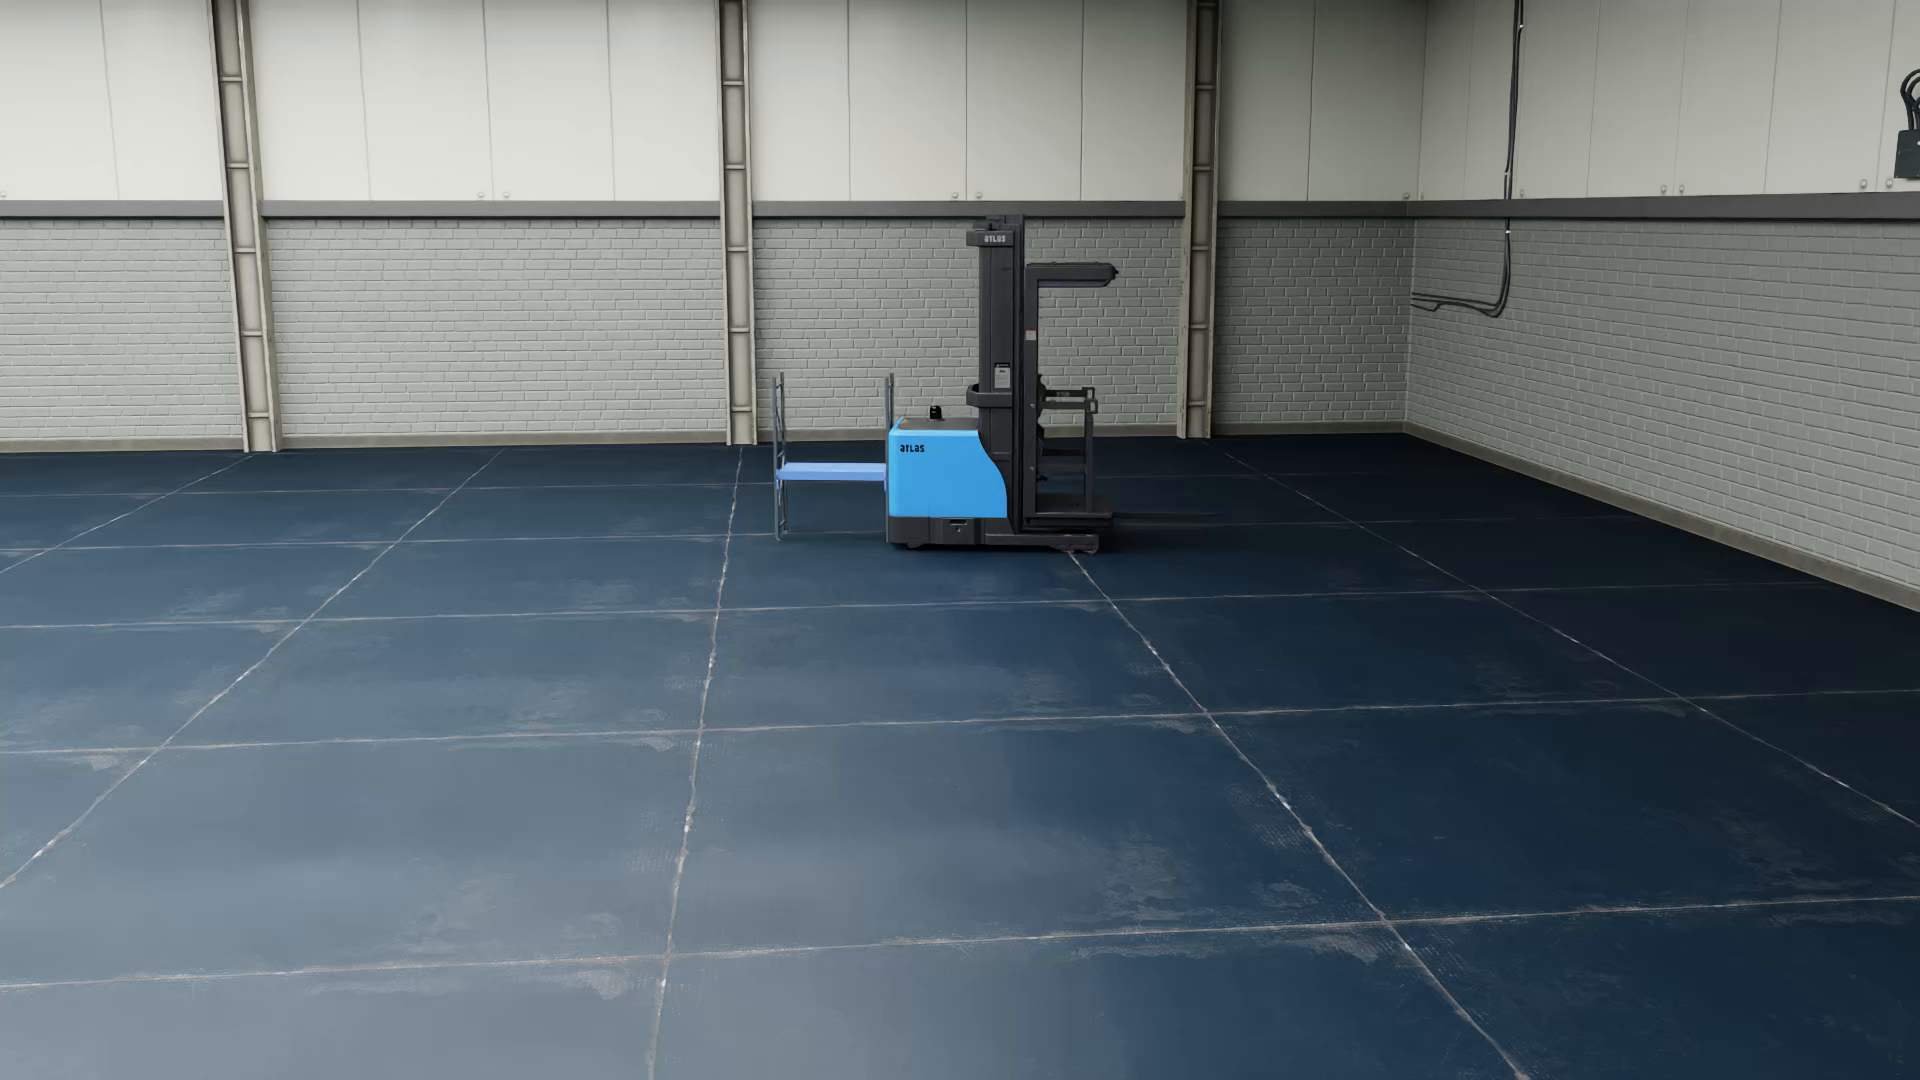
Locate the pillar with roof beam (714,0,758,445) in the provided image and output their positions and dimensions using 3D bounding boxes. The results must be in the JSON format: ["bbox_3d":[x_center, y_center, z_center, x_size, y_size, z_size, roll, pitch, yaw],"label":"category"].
[{"bbox_3d":[-2.371,-4.850,16.592,0.400,9.000,9.100,-1,11,-6],"label":"pillar with roof beam"}]

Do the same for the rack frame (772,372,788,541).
[{"bbox_3d":[-1.656,-0.773,15.296,0.032,1.500,0.500,1,11,3],"label":"rack frame"}]

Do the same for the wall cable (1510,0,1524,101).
[{"bbox_3d":[6.493,-6.044,17.623,0.112,2.526,3.097,-1,11,-6],"label":"wall cable"}]

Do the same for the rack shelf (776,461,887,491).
[{"bbox_3d":[-1.149,-0.591,15.303,1.000,0.185,0.538,1,11,3],"label":"rack shelf"}]

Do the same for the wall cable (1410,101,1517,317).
[{"bbox_3d":[6.201,-4.085,20.749,0.112,2.526,3.097,-1,11,-6],"label":"wall cable"}]

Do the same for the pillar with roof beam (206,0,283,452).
[{"bbox_3d":[-8.335,-4.725,15.957,0.400,9.000,9.100,-1,11,-6],"label":"pillar with roof beam"}]

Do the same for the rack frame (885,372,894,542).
[{"bbox_3d":[-0.641,-0.762,15.240,0.032,1.500,0.500,1,11,3],"label":"rack frame"}]

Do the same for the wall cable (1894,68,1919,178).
[{"bbox_3d":[7.210,-5.456,10.859,0.169,6.003,2.305,-1,11,-6],"label":"wall cable"}]

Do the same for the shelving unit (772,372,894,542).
[{"bbox_3d":[-1.149,-0.768,15.268,1.048,1.500,0.538,1,11,3],"label":"shelving unit"}]

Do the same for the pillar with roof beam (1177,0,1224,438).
[{"bbox_3d":[3.594,-4.975,17.228,0.400,9.000,9.100,-1,11,-6],"label":"pillar with roof beam"}]

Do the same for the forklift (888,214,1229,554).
[{"bbox_3d":[0.894,-1.424,14.895,3.031,2.935,1.130,1,11,3],"label":"forklift"}]
